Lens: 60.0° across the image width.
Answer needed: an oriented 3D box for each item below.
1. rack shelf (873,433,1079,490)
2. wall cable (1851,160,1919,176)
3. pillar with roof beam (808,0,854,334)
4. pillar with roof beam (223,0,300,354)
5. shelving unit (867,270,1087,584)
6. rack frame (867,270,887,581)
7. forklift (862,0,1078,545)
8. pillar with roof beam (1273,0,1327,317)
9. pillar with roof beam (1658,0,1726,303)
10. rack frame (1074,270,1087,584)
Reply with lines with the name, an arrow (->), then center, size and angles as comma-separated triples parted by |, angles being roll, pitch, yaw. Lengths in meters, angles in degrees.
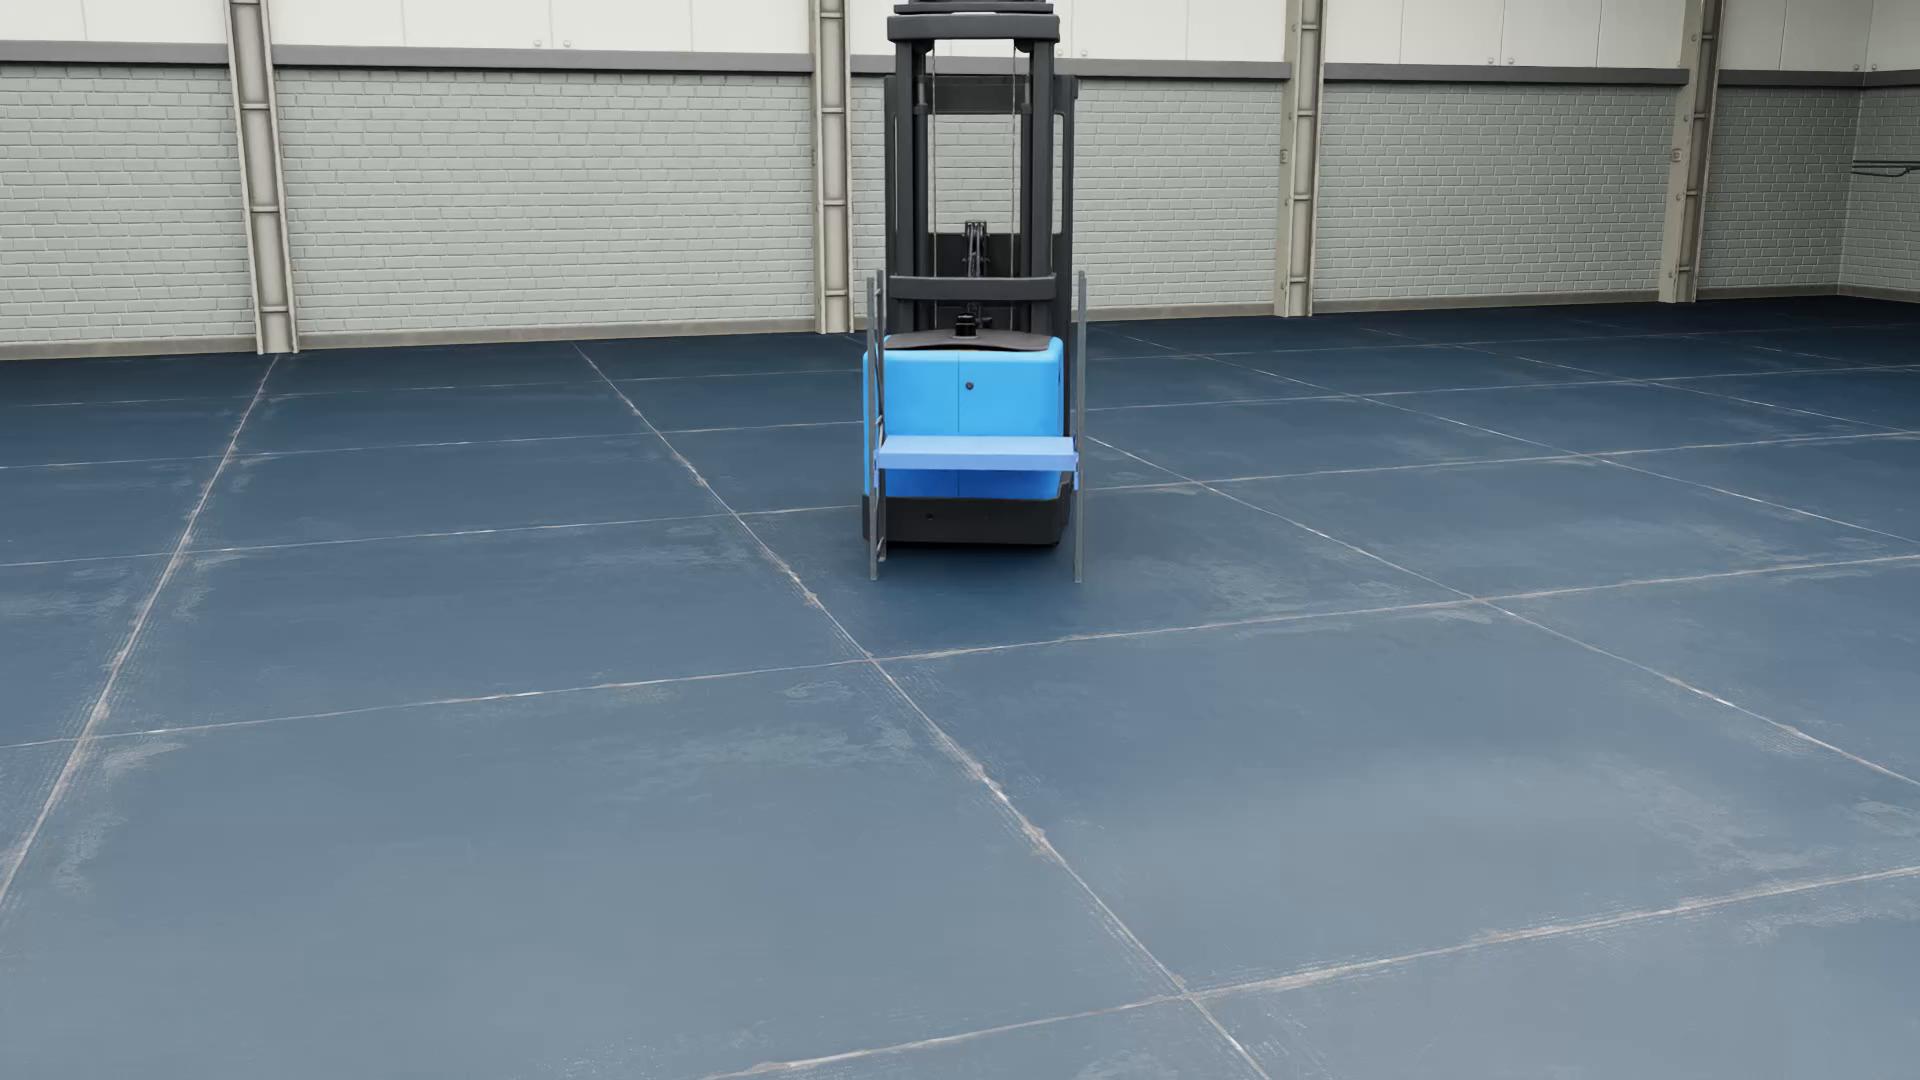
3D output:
rack shelf -> 0.091, -0.400, 8.361 | 1.000, 0.185, 0.538 | 1, 13, 3
wall cable -> 13.131, -6.097, 22.039 | 0.112, 2.526, 3.097 | -4, 14, -18
pillar with roof beam -> -0.083, -5.850, 14.292 | 0.400, 9.000, 9.100 | -4, 14, -18
pillar with roof beam -> -5.770, -5.407, 12.430 | 0.400, 9.000, 9.100 | -4, 14, -18
shelving unit -> 0.091, -0.575, 8.319 | 1.048, 1.500, 0.538 | 1, 13, 3
rack frame -> -0.417, -0.582, 8.346 | 0.032, 1.500, 0.500 | 1, 13, 3
forklift -> 0.133, -1.690, 9.912 | 1.130, 2.935, 3.031 | 1, 13, 5
pillar with roof beam -> 5.604, -6.293, 16.153 | 0.400, 9.000, 9.100 | -4, 14, -18
pillar with roof beam -> 11.290, -6.736, 18.015 | 0.400, 9.000, 9.100 | -4, 14, -18
rack frame -> 0.598, -0.569, 8.292 | 0.032, 1.500, 0.500 | 1, 13, 3
